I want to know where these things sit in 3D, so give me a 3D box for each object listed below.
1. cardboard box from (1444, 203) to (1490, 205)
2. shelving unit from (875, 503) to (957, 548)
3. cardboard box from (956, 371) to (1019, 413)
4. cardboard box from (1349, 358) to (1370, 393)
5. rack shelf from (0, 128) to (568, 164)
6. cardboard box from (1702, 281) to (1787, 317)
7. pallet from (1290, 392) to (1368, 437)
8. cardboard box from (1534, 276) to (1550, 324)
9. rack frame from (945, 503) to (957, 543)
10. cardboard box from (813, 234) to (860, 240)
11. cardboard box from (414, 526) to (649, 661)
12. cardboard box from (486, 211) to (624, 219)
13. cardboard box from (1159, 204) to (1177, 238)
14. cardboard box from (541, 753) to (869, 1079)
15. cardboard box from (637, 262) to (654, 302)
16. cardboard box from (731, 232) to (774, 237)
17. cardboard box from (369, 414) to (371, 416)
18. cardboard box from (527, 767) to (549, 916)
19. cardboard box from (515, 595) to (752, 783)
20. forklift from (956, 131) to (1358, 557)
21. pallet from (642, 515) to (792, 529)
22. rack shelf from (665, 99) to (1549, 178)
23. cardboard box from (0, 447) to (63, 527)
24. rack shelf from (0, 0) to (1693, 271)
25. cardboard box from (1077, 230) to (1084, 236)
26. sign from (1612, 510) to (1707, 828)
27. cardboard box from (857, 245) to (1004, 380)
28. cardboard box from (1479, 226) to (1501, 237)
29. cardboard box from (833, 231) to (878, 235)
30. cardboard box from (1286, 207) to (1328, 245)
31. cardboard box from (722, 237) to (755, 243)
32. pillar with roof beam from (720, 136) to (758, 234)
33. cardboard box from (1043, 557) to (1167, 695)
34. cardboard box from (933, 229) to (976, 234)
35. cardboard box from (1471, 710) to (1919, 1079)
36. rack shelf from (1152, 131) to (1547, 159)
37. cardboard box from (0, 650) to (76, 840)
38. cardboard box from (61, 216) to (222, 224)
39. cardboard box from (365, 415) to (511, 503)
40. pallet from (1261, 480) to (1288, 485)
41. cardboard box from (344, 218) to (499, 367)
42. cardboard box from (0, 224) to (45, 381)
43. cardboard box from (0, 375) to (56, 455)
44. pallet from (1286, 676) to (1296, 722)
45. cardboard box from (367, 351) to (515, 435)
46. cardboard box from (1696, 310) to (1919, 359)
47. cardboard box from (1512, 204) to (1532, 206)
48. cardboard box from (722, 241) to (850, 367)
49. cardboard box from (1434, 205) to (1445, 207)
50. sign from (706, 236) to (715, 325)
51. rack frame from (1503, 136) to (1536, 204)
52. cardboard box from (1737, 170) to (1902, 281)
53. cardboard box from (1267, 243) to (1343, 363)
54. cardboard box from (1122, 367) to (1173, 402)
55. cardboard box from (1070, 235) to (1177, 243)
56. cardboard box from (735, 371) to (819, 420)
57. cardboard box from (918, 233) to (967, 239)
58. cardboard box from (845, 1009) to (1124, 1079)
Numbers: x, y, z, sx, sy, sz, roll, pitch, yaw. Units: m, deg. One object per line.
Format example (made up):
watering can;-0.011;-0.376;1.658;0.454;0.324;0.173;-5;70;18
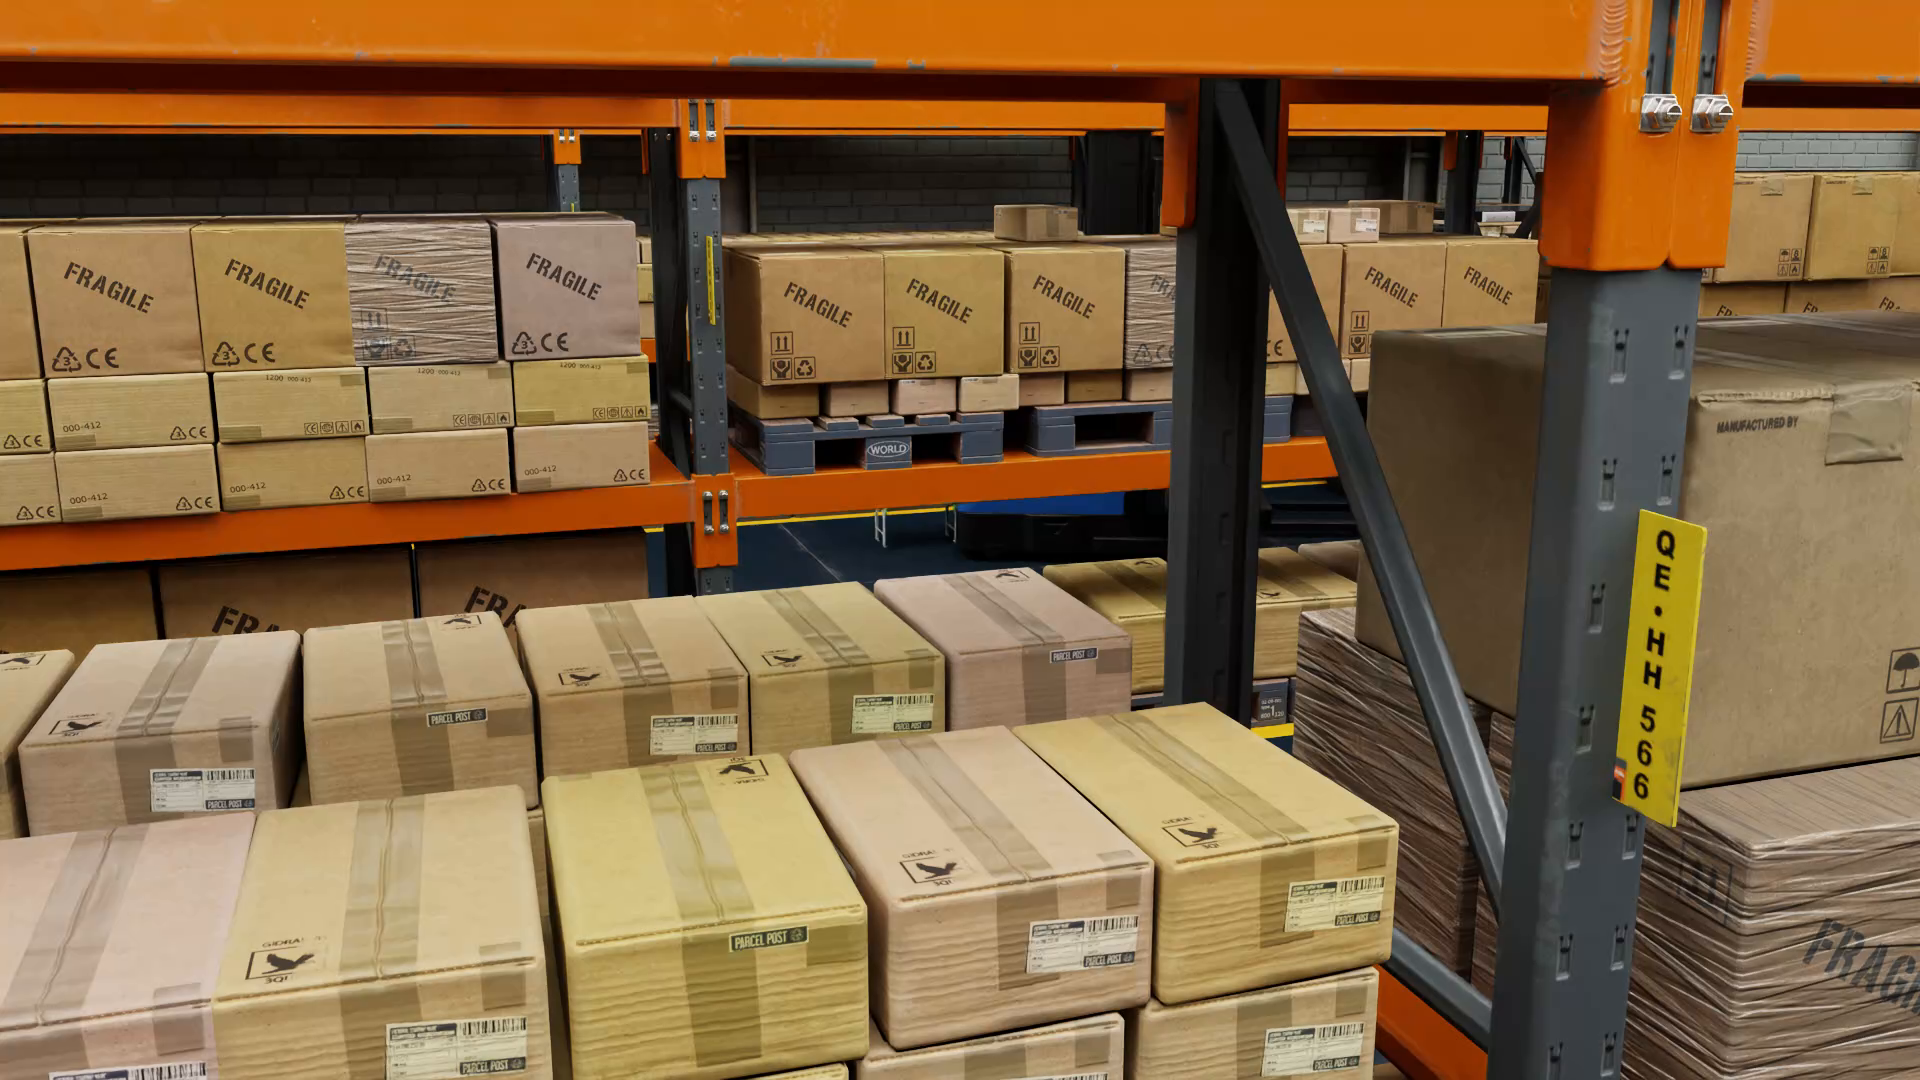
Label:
cardboard box;4.217;-2.740;13.920;0.250;0.149;0.380;-4;14;-16
shelving unit;-0.293;-0.576;10.970;0.503;1.200;0.258;-4;14;-15
cardboard box;0.067;-0.641;6.990;0.250;0.149;0.380;-4;14;-18
cardboard box;1.782;-0.773;7.544;0.250;0.149;0.380;-5;14;-19
rack shelf;-4.603;-2.586;10.606;4.000;0.370;1.077;-4;14;-18
cardboard box;3.645;-1.038;8.167;0.500;0.500;0.500;-5;14;-18
pallet;1.900;-0.714;8.075;1.213;0.211;1.003;-4;14;-18
cardboard box;3.012;-1.112;8.477;0.500;0.500;0.500;-5;14;-20
rack frame;-0.059;-0.591;11.035;0.015;1.200;0.240;-4;14;-15
cardboard box;-0.876;-2.086;11.811;0.250;0.149;0.380;-4;14;-18
cardboard box;-1.802;0.326;6.975;0.875;0.875;0.875;-5;14;-19
cardboard box;-1.666;-1.089;6.860;0.500;0.500;0.500;-5;14;-20
cardboard box;1.115;-1.485;7.735;0.250;0.149;0.380;-4;14;-15
cardboard box;-0.251;0.345;1.562;0.250;0.149;0.380;-4;14;-16
cardboard box;-2.201;-1.769;11.340;0.500;0.250;0.500;-4;14;-18
cardboard box;-1.503;-2.142;12.050;0.250;0.149;0.380;-5;14;-18
cardboard box;-3.872;-0.790;11.075;0.250;0.149;0.380;-4;14;-16
cardboard box;-0.477;0.348;2.191;0.250;0.149;0.380;-5;14;-20
cardboard box;-0.434;0.200;2.171;0.250;0.149;0.380;-5;14;-18
forklift;1.506;-1.397;10.683;3.031;2.935;1.130;1;13;2
pallet;-1.915;-0.320;12.033;1.213;0.211;1.003;-4;14;-18
rack shelf;0.775;-1.793;7.272;4.000;0.370;1.077;-4;14;-18
cardboard box;-3.430;-0.215;5.891;0.500;0.250;0.500;-5;14;-19
rack shelf;-1.342;-0.420;1.498;4.000;0.370;1.077;-4;14;-18
cardboard box;0.831;-2.210;12.334;0.250;0.149;0.380;-4;14;-16
sign;0.736;0.136;1.760;0.005;0.325;0.100;-4;14;-18
cardboard box;-0.129;-0.956;6.915;0.500;0.500;0.500;-4;14;-15
cardboard box;4.138;-2.461;13.390;0.250;0.149;0.380;-4;14;-17
cardboard box;-0.778;-2.203;12.304;0.250;0.149;0.380;-4;14;-18
cardboard box;1.404;-1.382;7.302;0.250;0.149;0.380;-5;14;-20
cardboard box;-1.580;-2.014;11.511;0.250;0.149;0.380;-4;14;-17
pillar with roof beam;-0.386;-3.893;8.063;0.400;9.000;9.100;-4;14;-18
cardboard box;0.835;0.387;7.803;0.625;0.372;0.950;-4;14;-16
cardboard box;-0.061;-2.255;12.524;0.250;0.149;0.380;-5;14;-19
cardboard box;1.066;0.519;2.261;0.500;0.500;0.500;-4;14;-17
rack shelf;2.979;-3.177;13.088;4.000;0.370;1.077;-4;14;-18
cardboard box;-1.191;0.259;1.920;0.250;0.149;0.380;-4;14;-16
cardboard box;-3.108;-0.979;6.398;0.500;0.500;0.500;-4;14;-17
cardboard box;-1.996;-0.328;6.363;0.500;0.250;0.500;-4;14;-17
pallet;1.851;-0.613;13.263;1.213;0.211;1.003;-4;14;-18
cardboard box;-2.011;-0.936;6.219;0.500;0.500;0.500;-4;14;-17
cardboard box;-3.453;-0.826;5.755;0.500;0.500;0.500;-5;14;-19
cardboard box;-3.433;-0.458;5.830;0.500;0.250;0.500;-4;14;-17
pallet;1.933;0.583;8.236;1.213;0.211;1.003;-4;14;-18
cardboard box;-1.983;-0.576;6.327;0.500;0.250;0.500;-5;14;-20
cardboard box;1.461;-0.062;2.543;0.500;0.500;0.700;-5;14;-19
cardboard box;4.603;-2.651;13.546;0.250;0.149;0.380;-4;14;-18
cardboard box;-0.778;-1.028;7.218;0.500;0.500;0.500;-5;14;-20
cardboard box;3.880;-2.599;13.326;0.250;0.149;0.380;-4;14;-18
sign;-0.940;-0.978;6.270;0.005;0.325;0.100;-4;14;-18
rack frame;4.875;-2.215;13.973;0.127;3.000;1.000;-4;14;-18
cardboard box;4.132;-1.560;8.200;0.500;0.500;0.700;-5;14;-19
cardboard box;1.345;-1.071;7.397;0.500;0.500;0.500;-4;14;-16
cardboard box;0.794;-0.710;7.282;0.250;0.149;0.380;-4;14;-16
cardboard box;0.704;-1.147;7.714;0.500;0.500;0.500;-5;14;-20
cardboard box;-0.753;-0.602;6.825;0.250;0.149;0.380;-5;14;-21
cardboard box;-0.132;-2.126;11.983;0.250;0.149;0.380;-5;14;-19
cardboard box;-0.022;0.472;1.671;0.250;0.149;0.380;-4;14;-16
